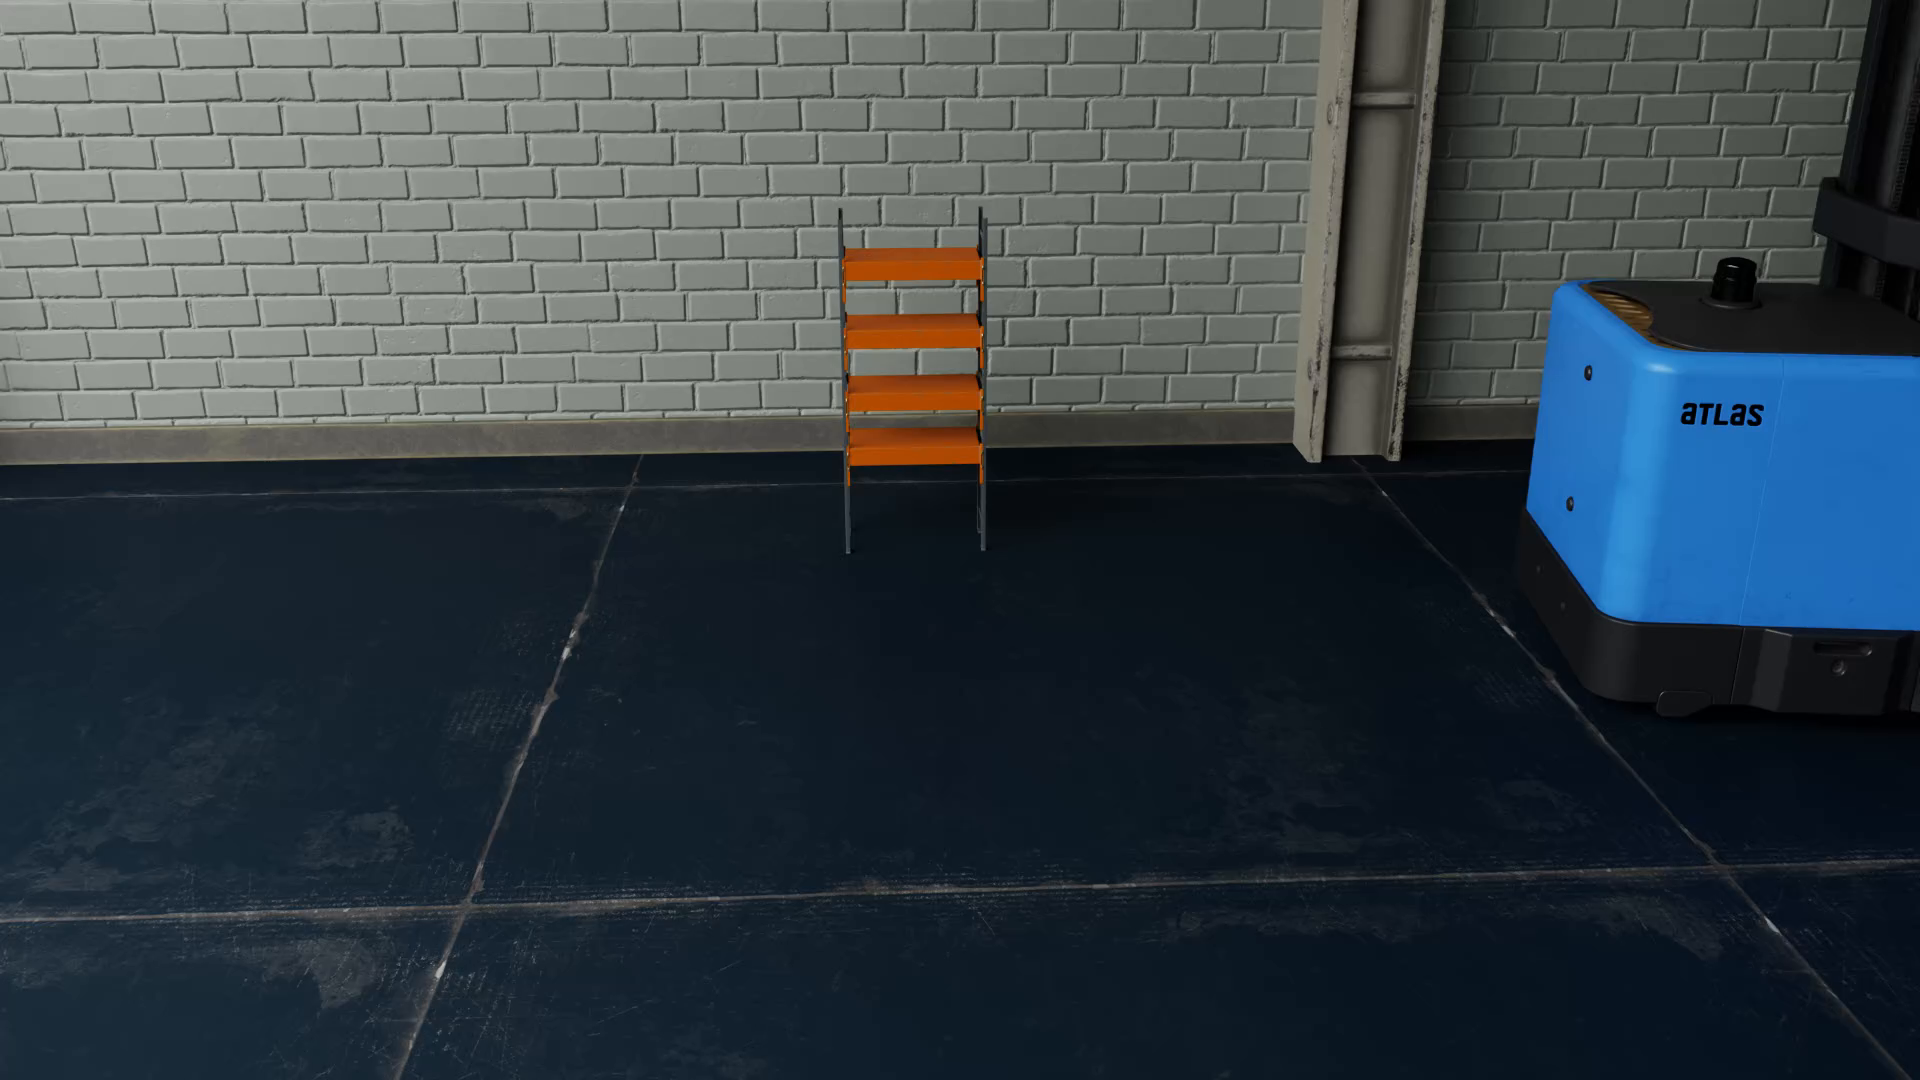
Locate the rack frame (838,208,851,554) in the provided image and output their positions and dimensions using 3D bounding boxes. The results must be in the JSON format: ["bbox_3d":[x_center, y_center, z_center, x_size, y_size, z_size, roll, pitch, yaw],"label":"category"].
[{"bbox_3d":[-0.409,-0.552,5.886,0.015,1.200,0.240,-1,21,-3],"label":"rack frame"}]

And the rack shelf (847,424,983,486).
[{"bbox_3d":[-0.165,-0.309,5.993,0.480,0.148,0.258,-1,21,-3],"label":"rack shelf"}]

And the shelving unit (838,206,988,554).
[{"bbox_3d":[-0.165,-0.557,5.899,0.503,1.200,0.258,-1,21,-3],"label":"shelving unit"}]

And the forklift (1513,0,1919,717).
[{"bbox_3d":[3.343,-0.991,4.604,3.031,2.935,1.130,2,21,4],"label":"forklift"}]

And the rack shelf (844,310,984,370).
[{"bbox_3d":[-0.165,-0.704,5.843,0.480,0.148,0.258,-1,21,-3],"label":"rack shelf"}]

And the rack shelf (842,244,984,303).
[{"bbox_3d":[-0.165,-0.925,5.759,0.480,0.148,0.258,-1,21,-3],"label":"rack shelf"}]

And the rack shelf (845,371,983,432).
[{"bbox_3d":[-0.165,-0.494,5.923,0.480,0.148,0.258,-1,21,-3],"label":"rack shelf"}]

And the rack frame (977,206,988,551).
[{"bbox_3d":[0.078,-0.562,5.912,0.015,1.200,0.240,-1,21,-3],"label":"rack frame"}]

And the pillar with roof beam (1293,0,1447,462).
[{"bbox_3d":[1.898,-3.061,1.512,0.400,9.000,9.100,-1,21,-3],"label":"pillar with roof beam"}]
